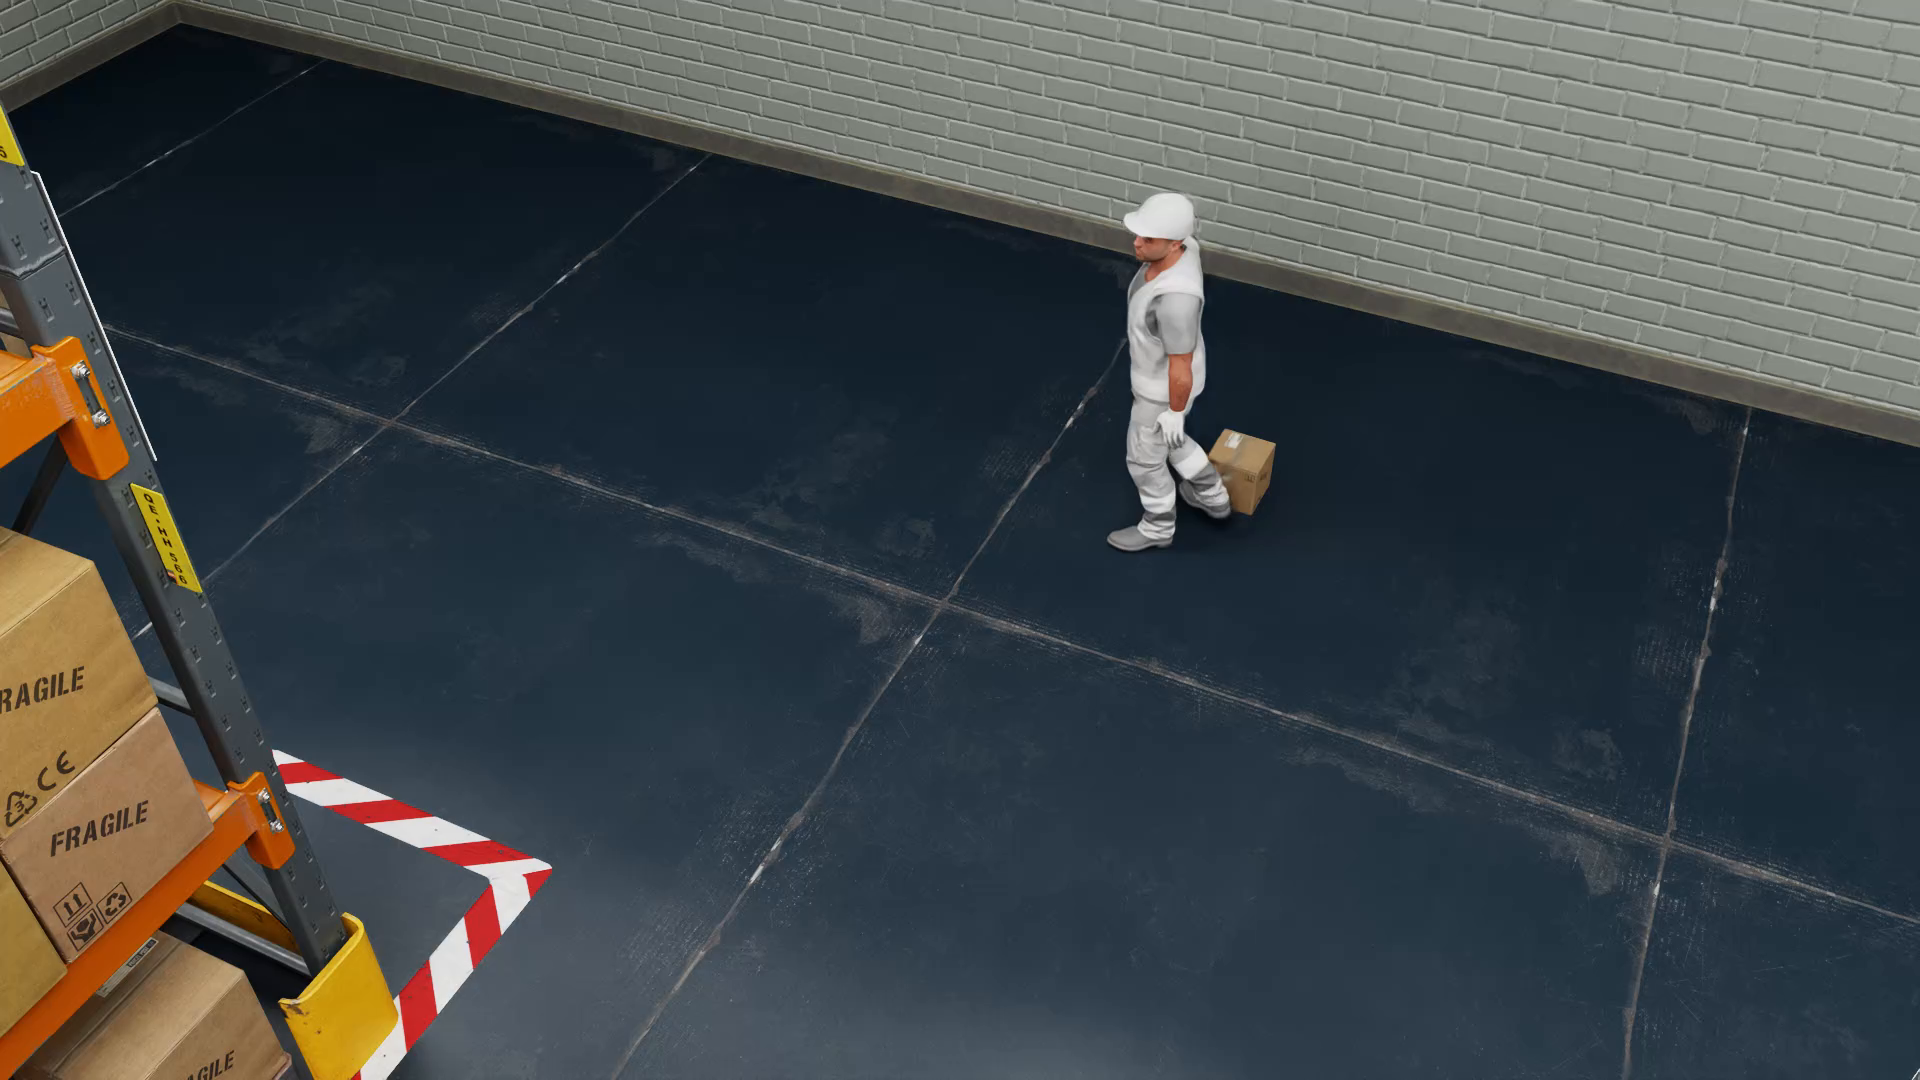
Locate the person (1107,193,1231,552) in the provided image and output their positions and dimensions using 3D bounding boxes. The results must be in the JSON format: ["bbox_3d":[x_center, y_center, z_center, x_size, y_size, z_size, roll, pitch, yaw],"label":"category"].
[{"bbox_3d":[0.919,-0.668,6.893,0.578,1.777,0.585,4,42,4],"label":"person"}]
